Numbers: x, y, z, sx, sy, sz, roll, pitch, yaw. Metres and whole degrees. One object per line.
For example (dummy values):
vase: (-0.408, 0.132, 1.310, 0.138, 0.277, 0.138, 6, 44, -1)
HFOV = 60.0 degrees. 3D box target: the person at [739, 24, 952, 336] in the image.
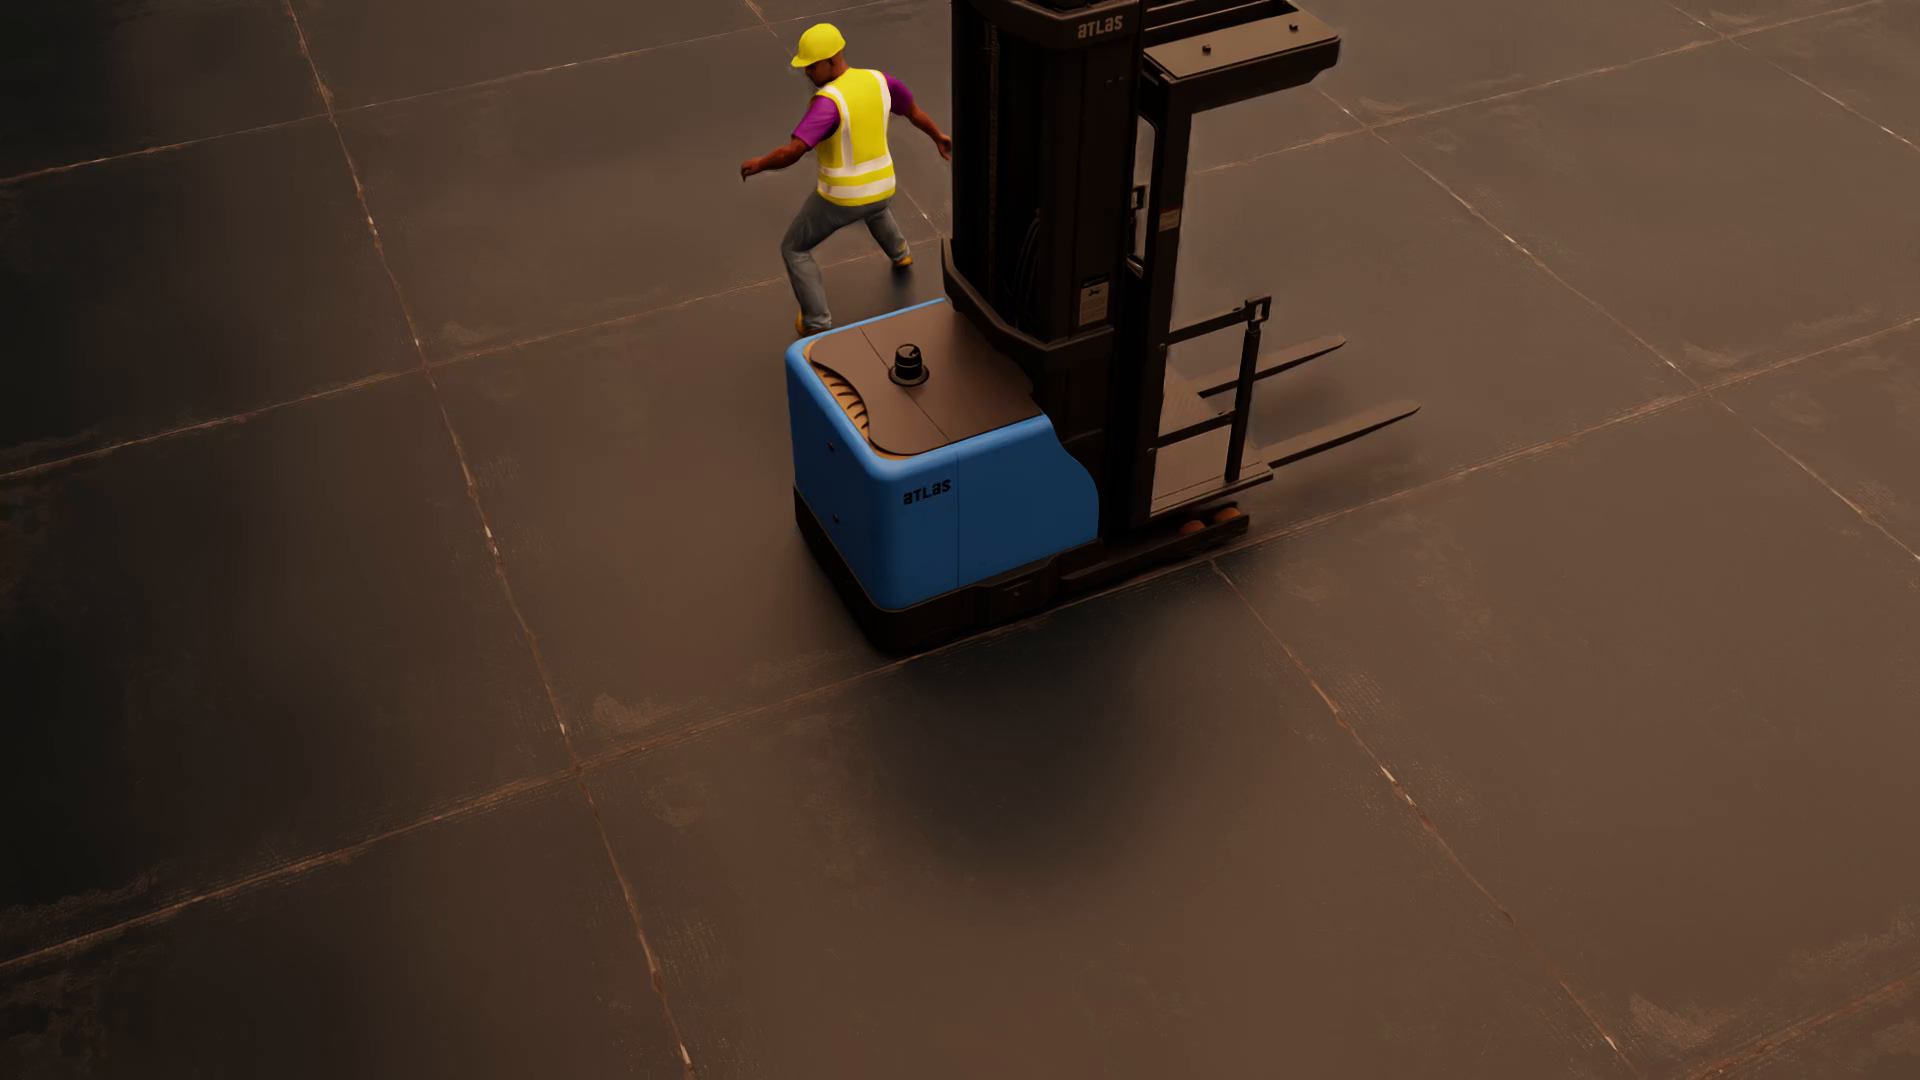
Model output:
person: (-0.551, -1.871, 8.747, 1.153, 1.723, 0.568, -34, 53, -31)

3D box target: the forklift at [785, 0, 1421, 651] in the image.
forklift: (0.780, -1.302, 7.075, 3.031, 2.935, 1.130, -19, 46, -19)
